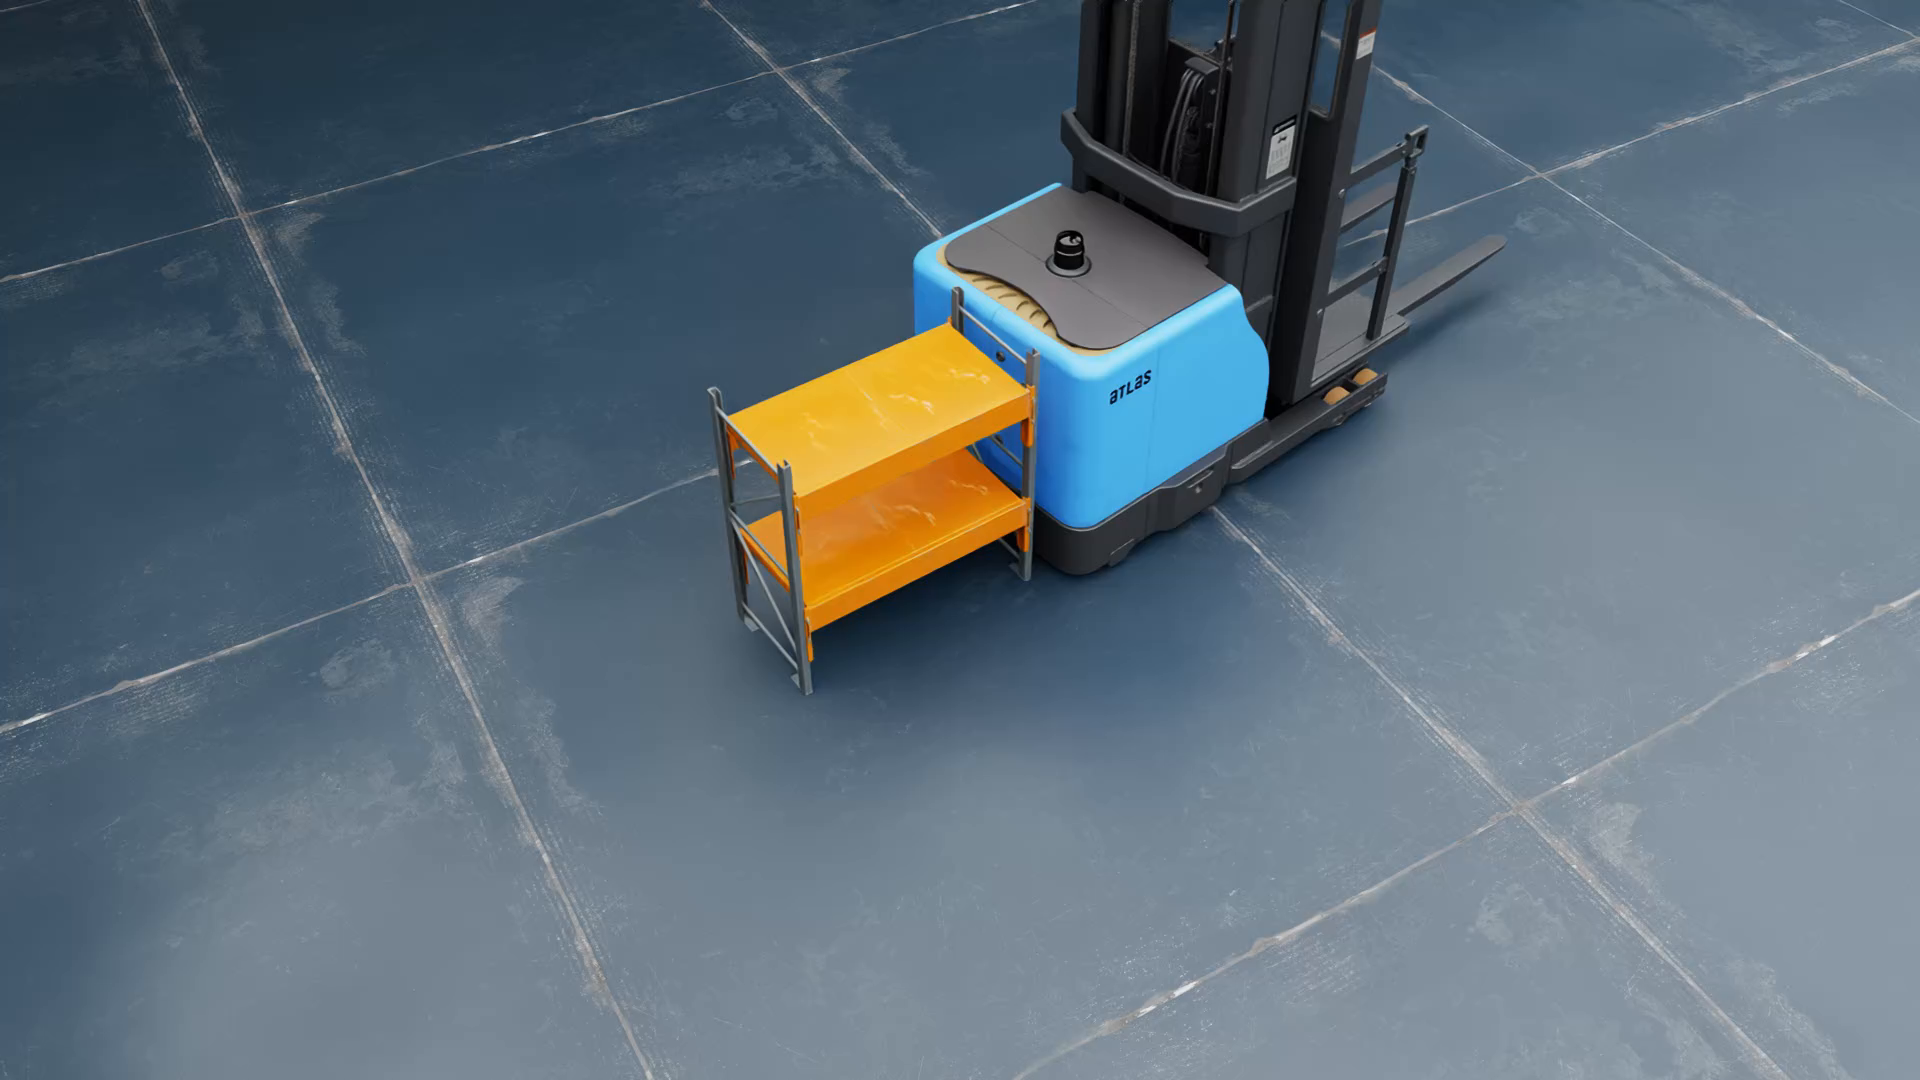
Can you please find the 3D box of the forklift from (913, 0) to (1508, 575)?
[{"bbox_3d":[1.247,-1.802,6.502,3.031,2.935,1.130,-31,52,-28],"label":"forklift"}]

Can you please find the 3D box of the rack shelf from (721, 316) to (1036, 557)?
[{"bbox_3d":[-0.290,-0.389,5.922,1.000,0.278,0.538,-26,50,-25],"label":"rack shelf"}]

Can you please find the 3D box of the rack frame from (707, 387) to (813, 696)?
[{"bbox_3d":[-0.703,0.027,5.914,0.032,1.125,0.500,-26,50,-25],"label":"rack frame"}]

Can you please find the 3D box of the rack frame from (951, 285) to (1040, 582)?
[{"bbox_3d":[0.124,-0.384,6.338,0.032,1.125,0.500,-26,50,-25],"label":"rack frame"}]

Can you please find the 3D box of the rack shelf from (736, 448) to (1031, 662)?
[{"bbox_3d":[-0.290,-0.003,6.297,1.000,0.278,0.538,-26,50,-25],"label":"rack shelf"}]

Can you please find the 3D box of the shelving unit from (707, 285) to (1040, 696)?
[{"bbox_3d":[-0.290,-0.179,6.126,1.048,1.125,0.538,-26,50,-25],"label":"shelving unit"}]
